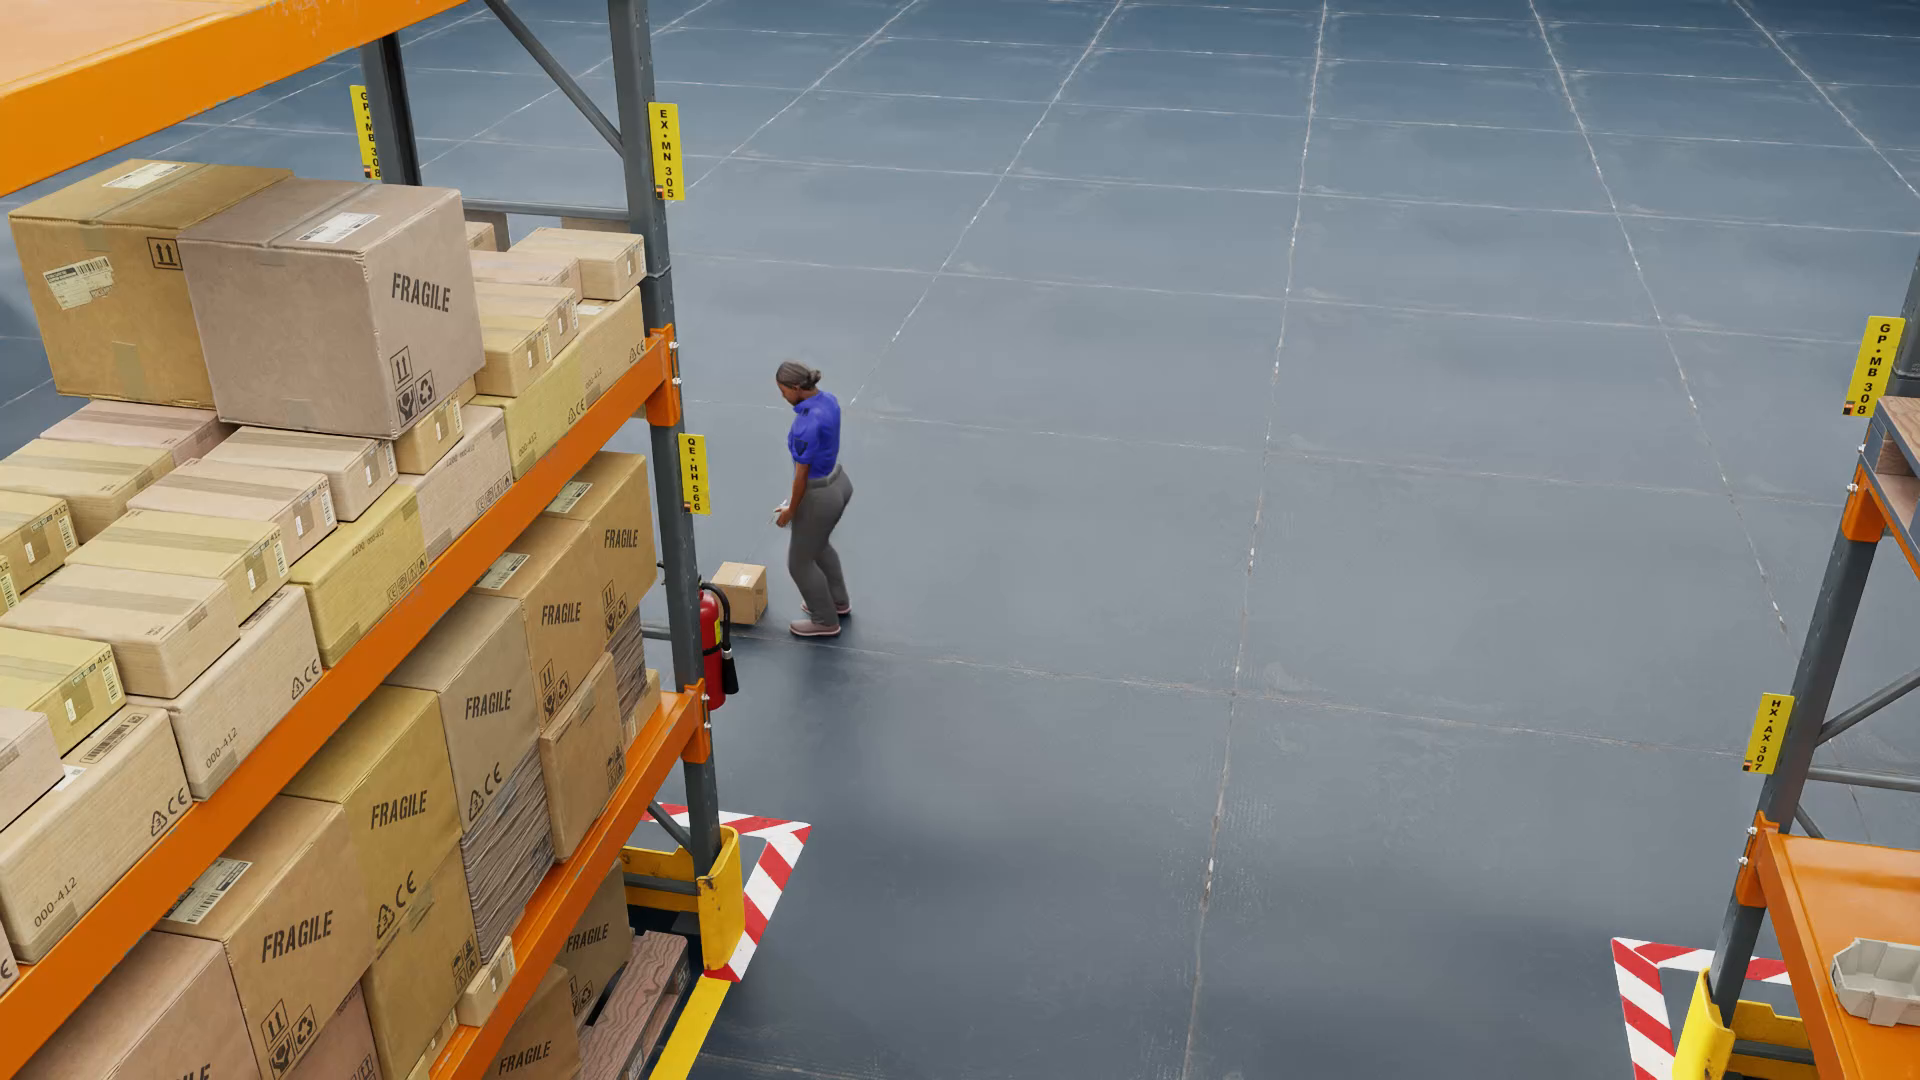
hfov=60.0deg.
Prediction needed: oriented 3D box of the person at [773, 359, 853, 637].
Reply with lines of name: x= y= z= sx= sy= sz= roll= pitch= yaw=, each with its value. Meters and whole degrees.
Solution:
person: x=-0.795 y=-0.223 z=9.074 sx=0.366 sy=1.618 sz=0.453 roll=7 pitch=30 yaw=12
